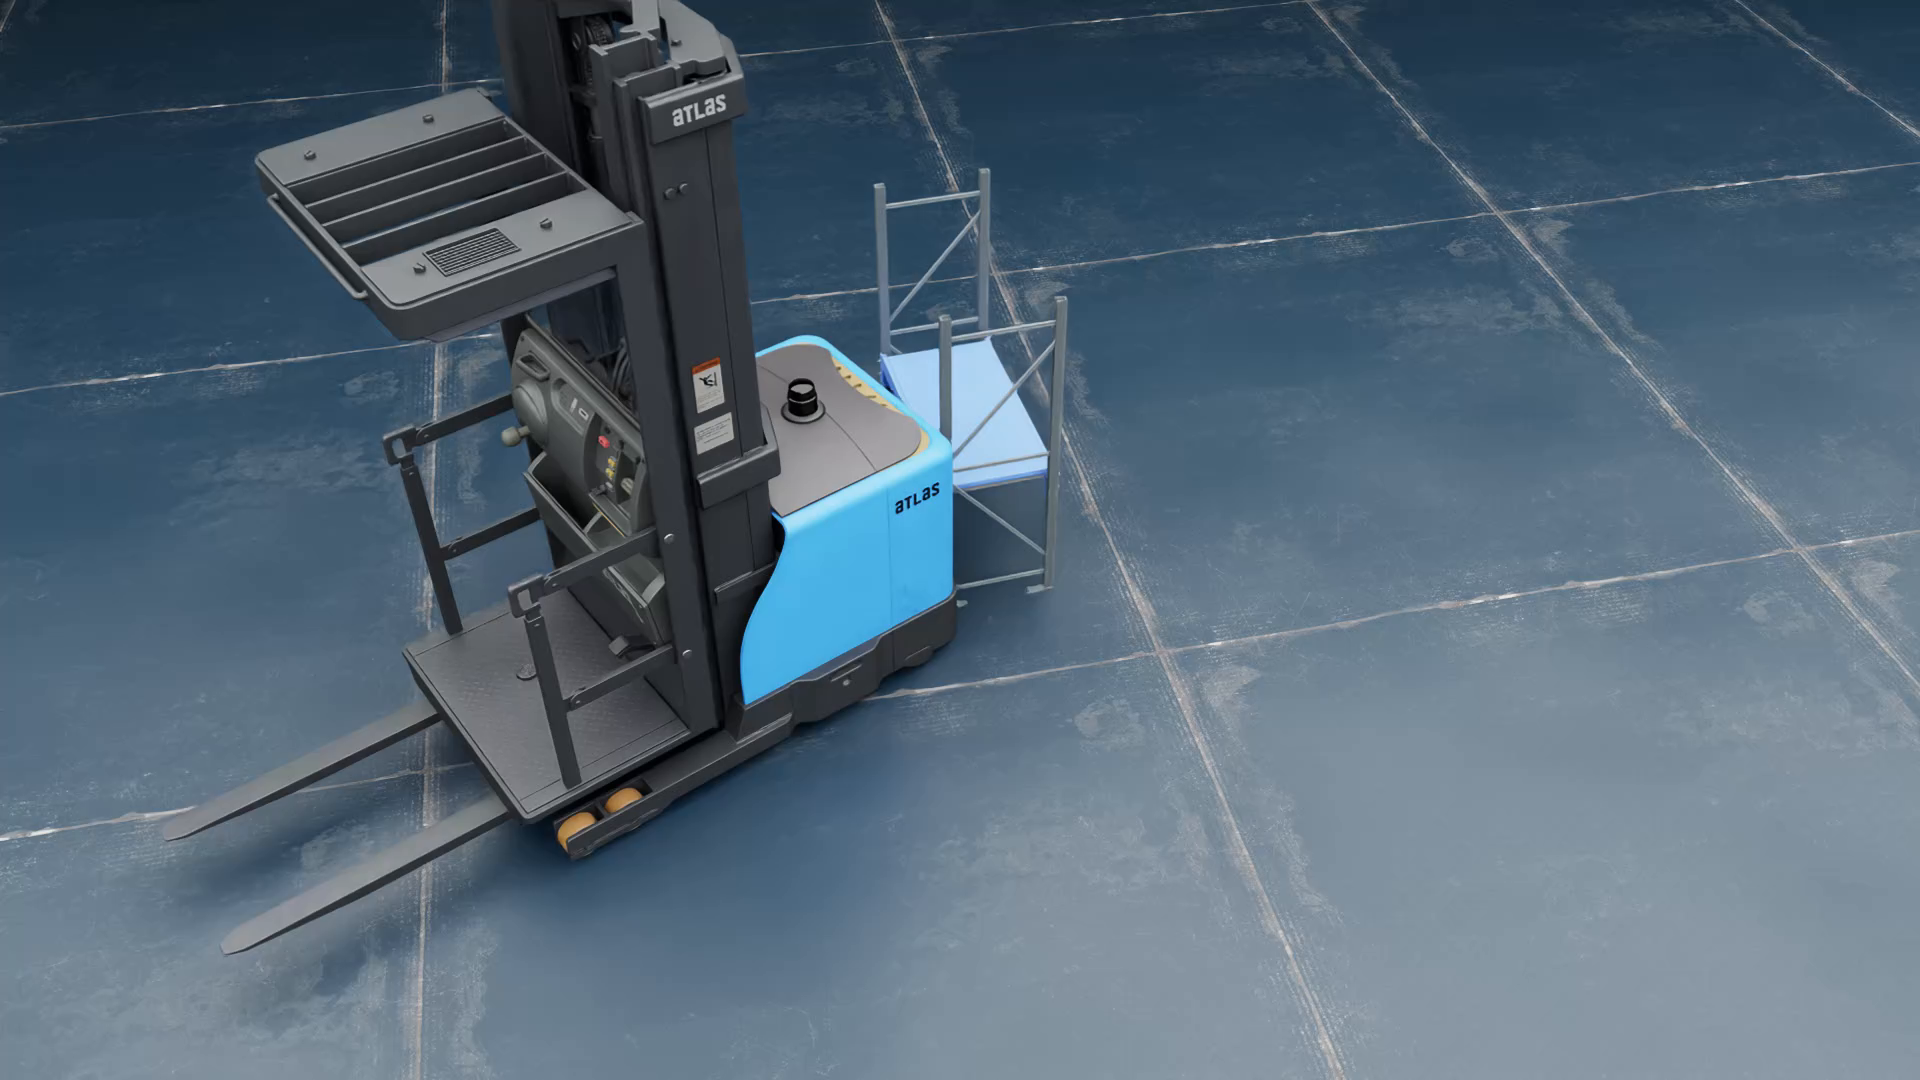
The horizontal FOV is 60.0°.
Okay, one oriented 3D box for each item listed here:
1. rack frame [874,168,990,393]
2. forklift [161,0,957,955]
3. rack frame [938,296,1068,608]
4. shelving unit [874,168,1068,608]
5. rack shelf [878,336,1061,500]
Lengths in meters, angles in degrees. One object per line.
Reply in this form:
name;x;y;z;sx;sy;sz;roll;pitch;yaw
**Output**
rack frame;-0.117;-0.961;7.484;0.500;1.500;0.032;-11;43;-12
forklift;-1.490;-0.316;5.680;3.031;2.935;1.130;-27;48;-27
rack frame;0.164;-0.312;6.753;0.500;1.500;0.032;-11;43;-12
shelving unit;0.024;-0.636;7.119;0.538;1.500;1.048;-11;43;-12
rack shelf;0.024;-0.502;7.238;0.538;0.185;1.000;-11;43;-12
